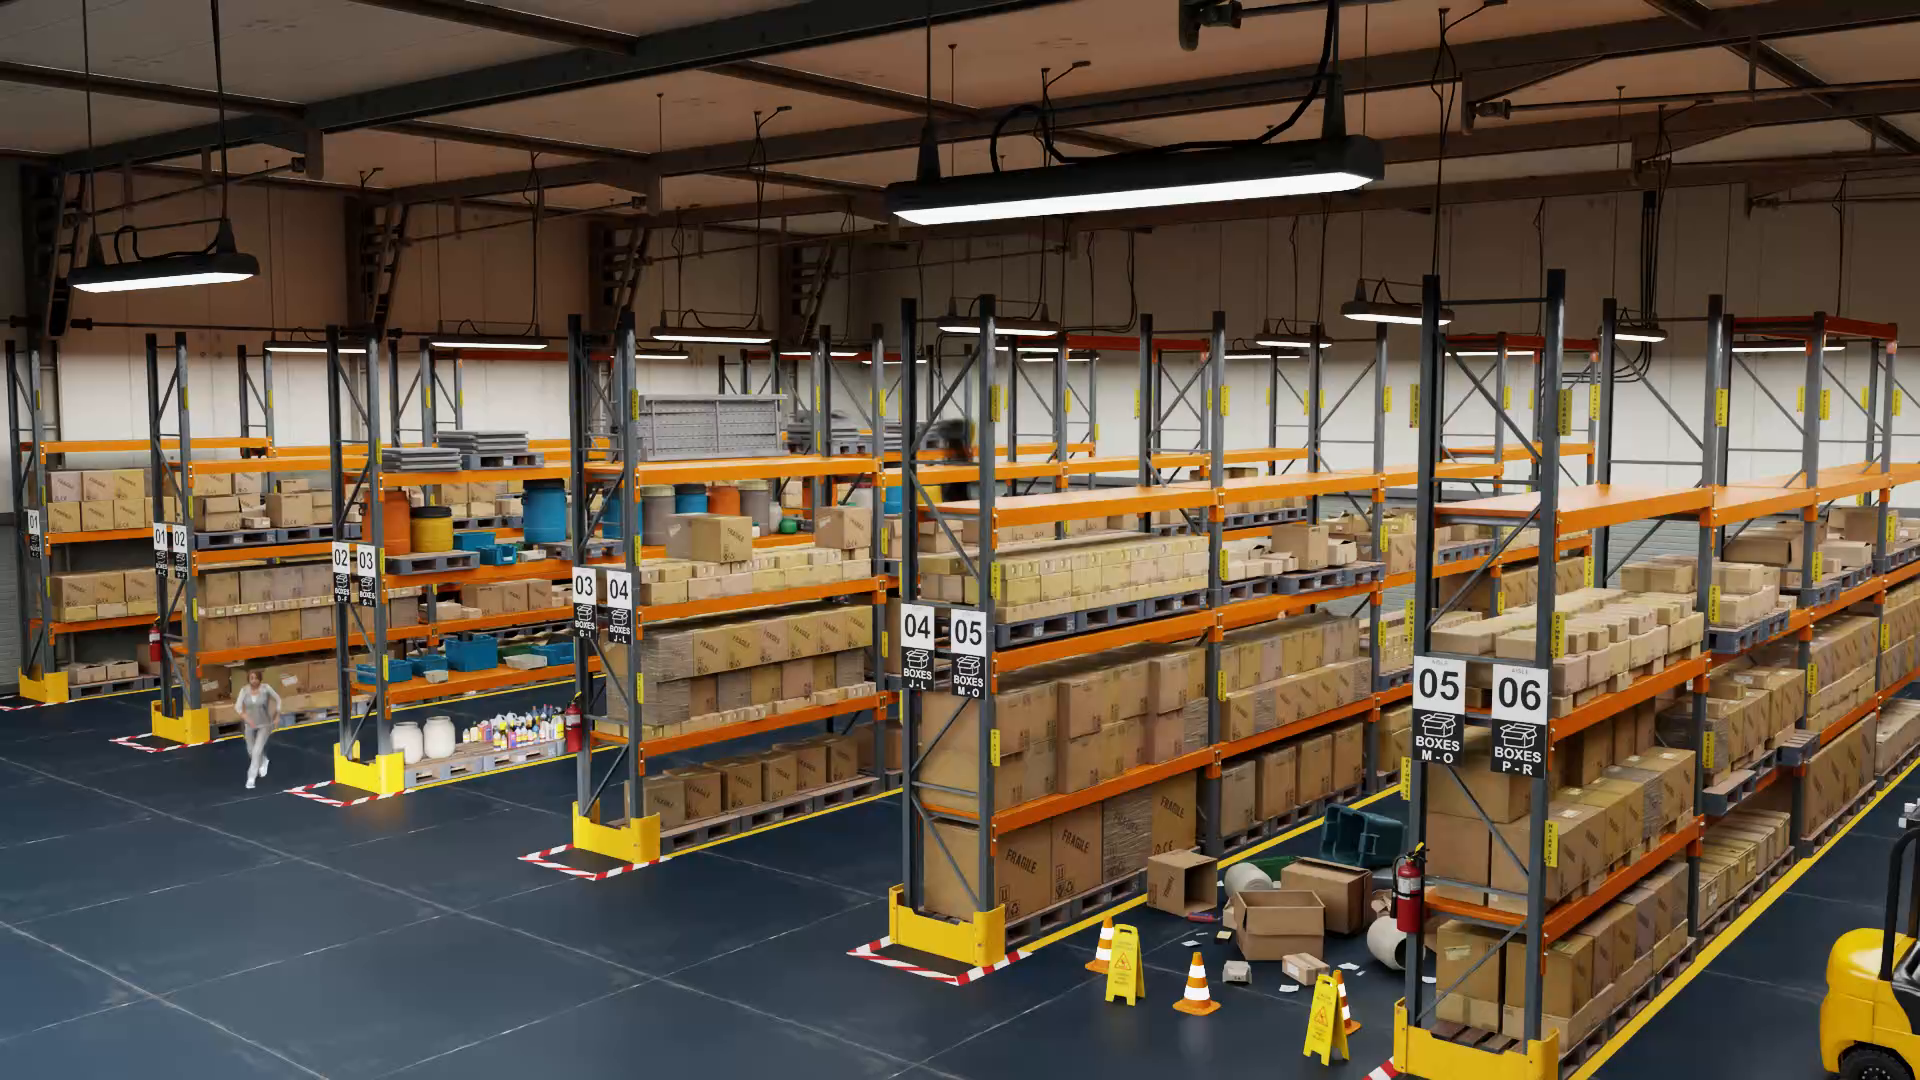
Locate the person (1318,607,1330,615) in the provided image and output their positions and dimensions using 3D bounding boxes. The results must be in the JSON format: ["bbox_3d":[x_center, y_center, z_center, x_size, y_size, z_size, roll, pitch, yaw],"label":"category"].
[{"bbox_3d":[6.130,1.889,27.879,0.541,1.586,0.959,4,6,35],"label":"person"}]

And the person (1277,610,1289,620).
[{"bbox_3d":[5.314,1.905,27.415,0.568,1.598,0.554,3,6,30],"label":"person"}]

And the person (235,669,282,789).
[{"bbox_3d":[-9.177,2.433,21.844,0.553,1.574,0.640,0,5,-4],"label":"person"}]
